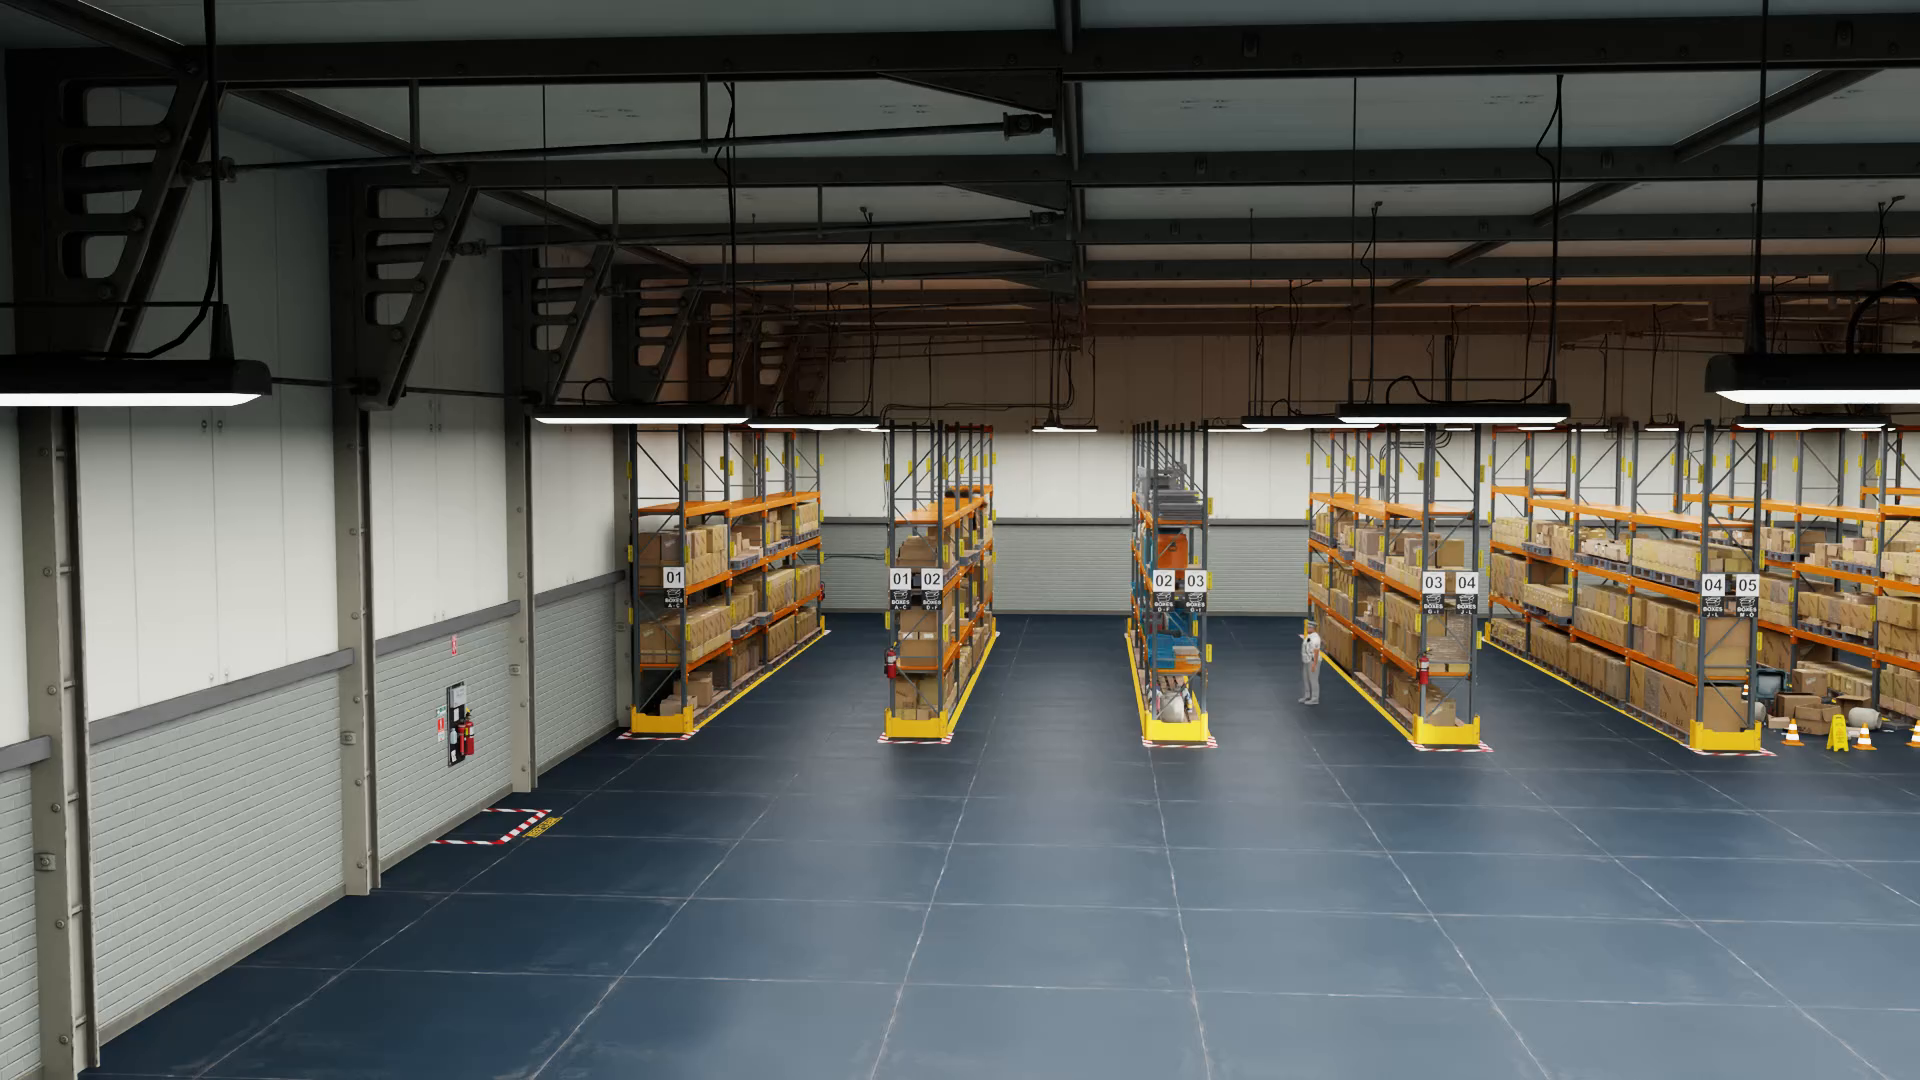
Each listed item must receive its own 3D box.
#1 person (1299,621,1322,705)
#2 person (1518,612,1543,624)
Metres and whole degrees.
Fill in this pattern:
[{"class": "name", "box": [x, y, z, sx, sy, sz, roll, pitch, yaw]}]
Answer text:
[{"class": "person", "box": [7.455, 2.592, 35.351, 0.441, 1.766, 0.592, -1, 4, -9]}, {"class": "person", "box": [16.512, 1.845, 48.239, 0.737, 1.624, 0.538, -2, 4, -25]}]
